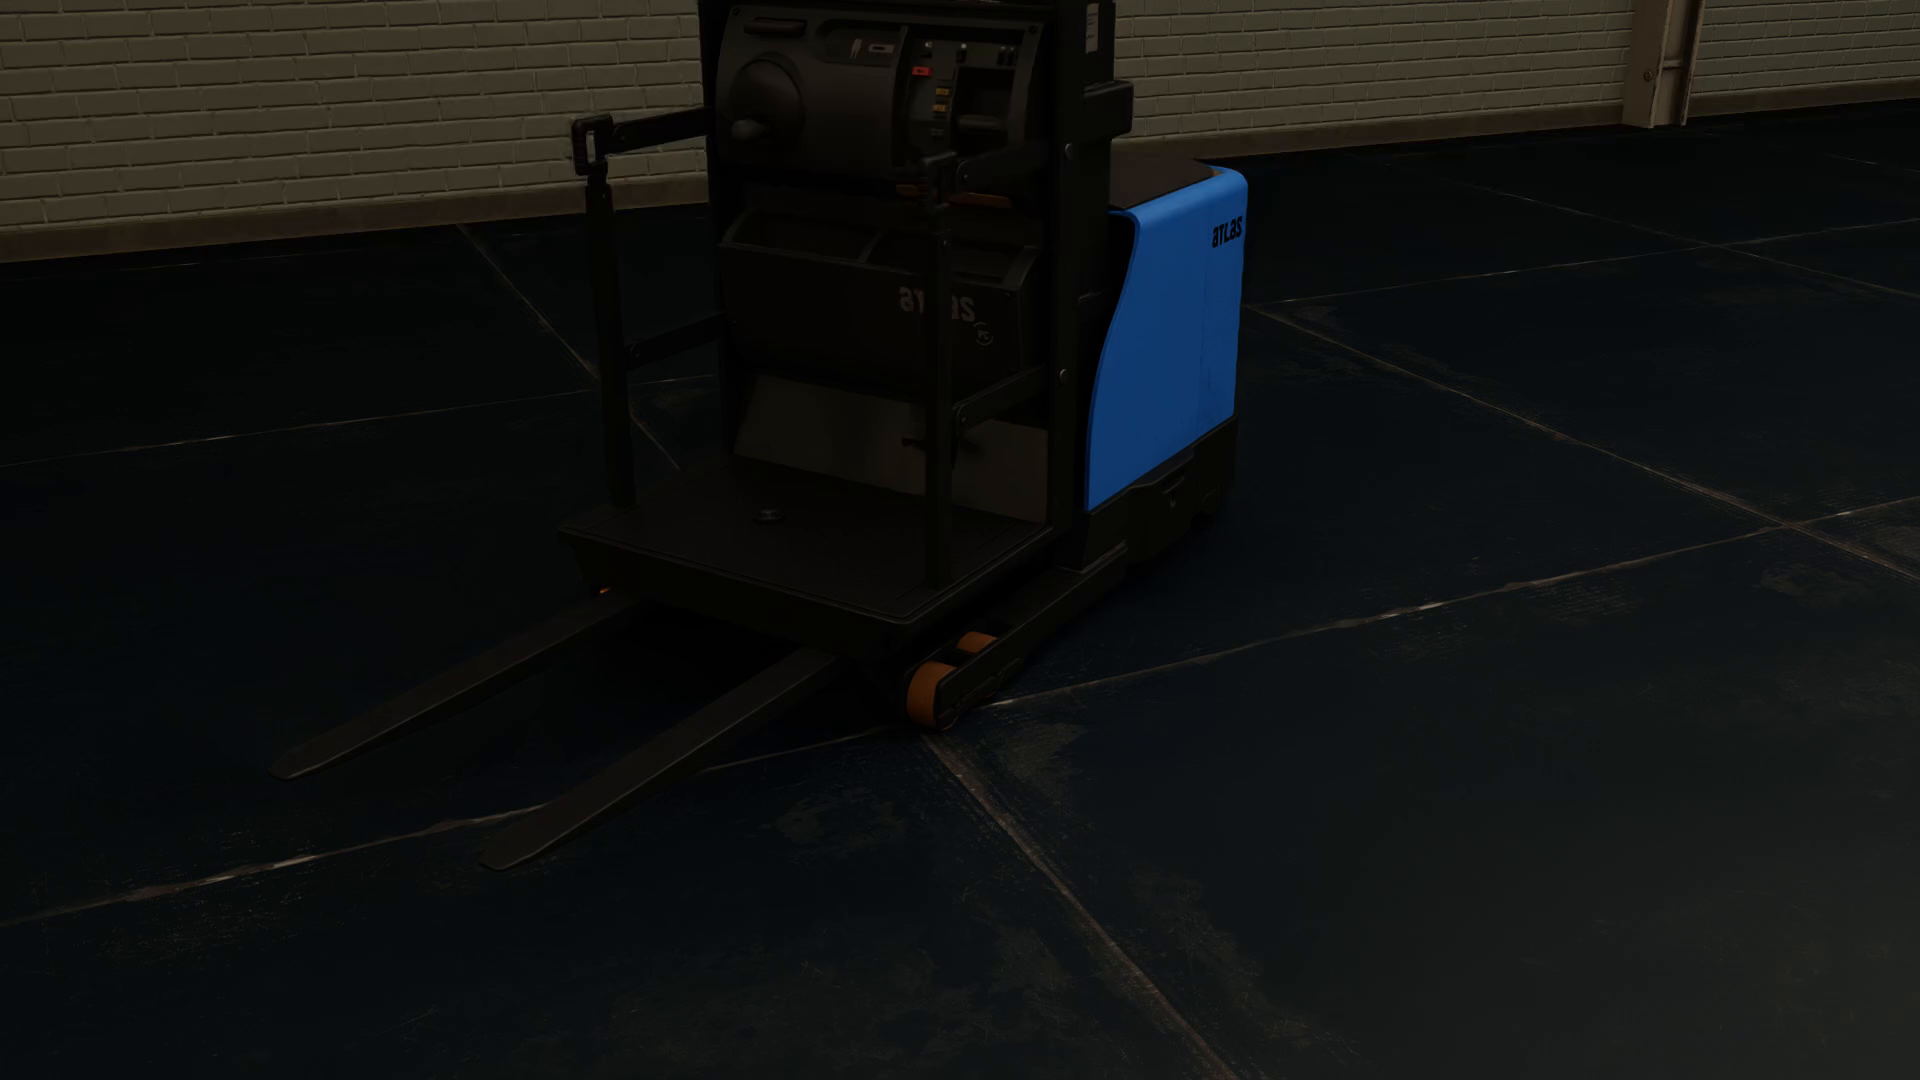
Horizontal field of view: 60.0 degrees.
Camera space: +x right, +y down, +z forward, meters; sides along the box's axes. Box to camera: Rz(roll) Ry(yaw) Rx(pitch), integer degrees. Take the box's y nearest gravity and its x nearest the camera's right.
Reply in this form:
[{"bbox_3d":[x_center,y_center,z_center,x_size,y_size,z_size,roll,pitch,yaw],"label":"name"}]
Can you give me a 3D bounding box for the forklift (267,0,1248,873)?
[{"bbox_3d":[-0.328,-1.099,3.931,1.130,2.935,3.031,13,26,29],"label":"forklift"}]
